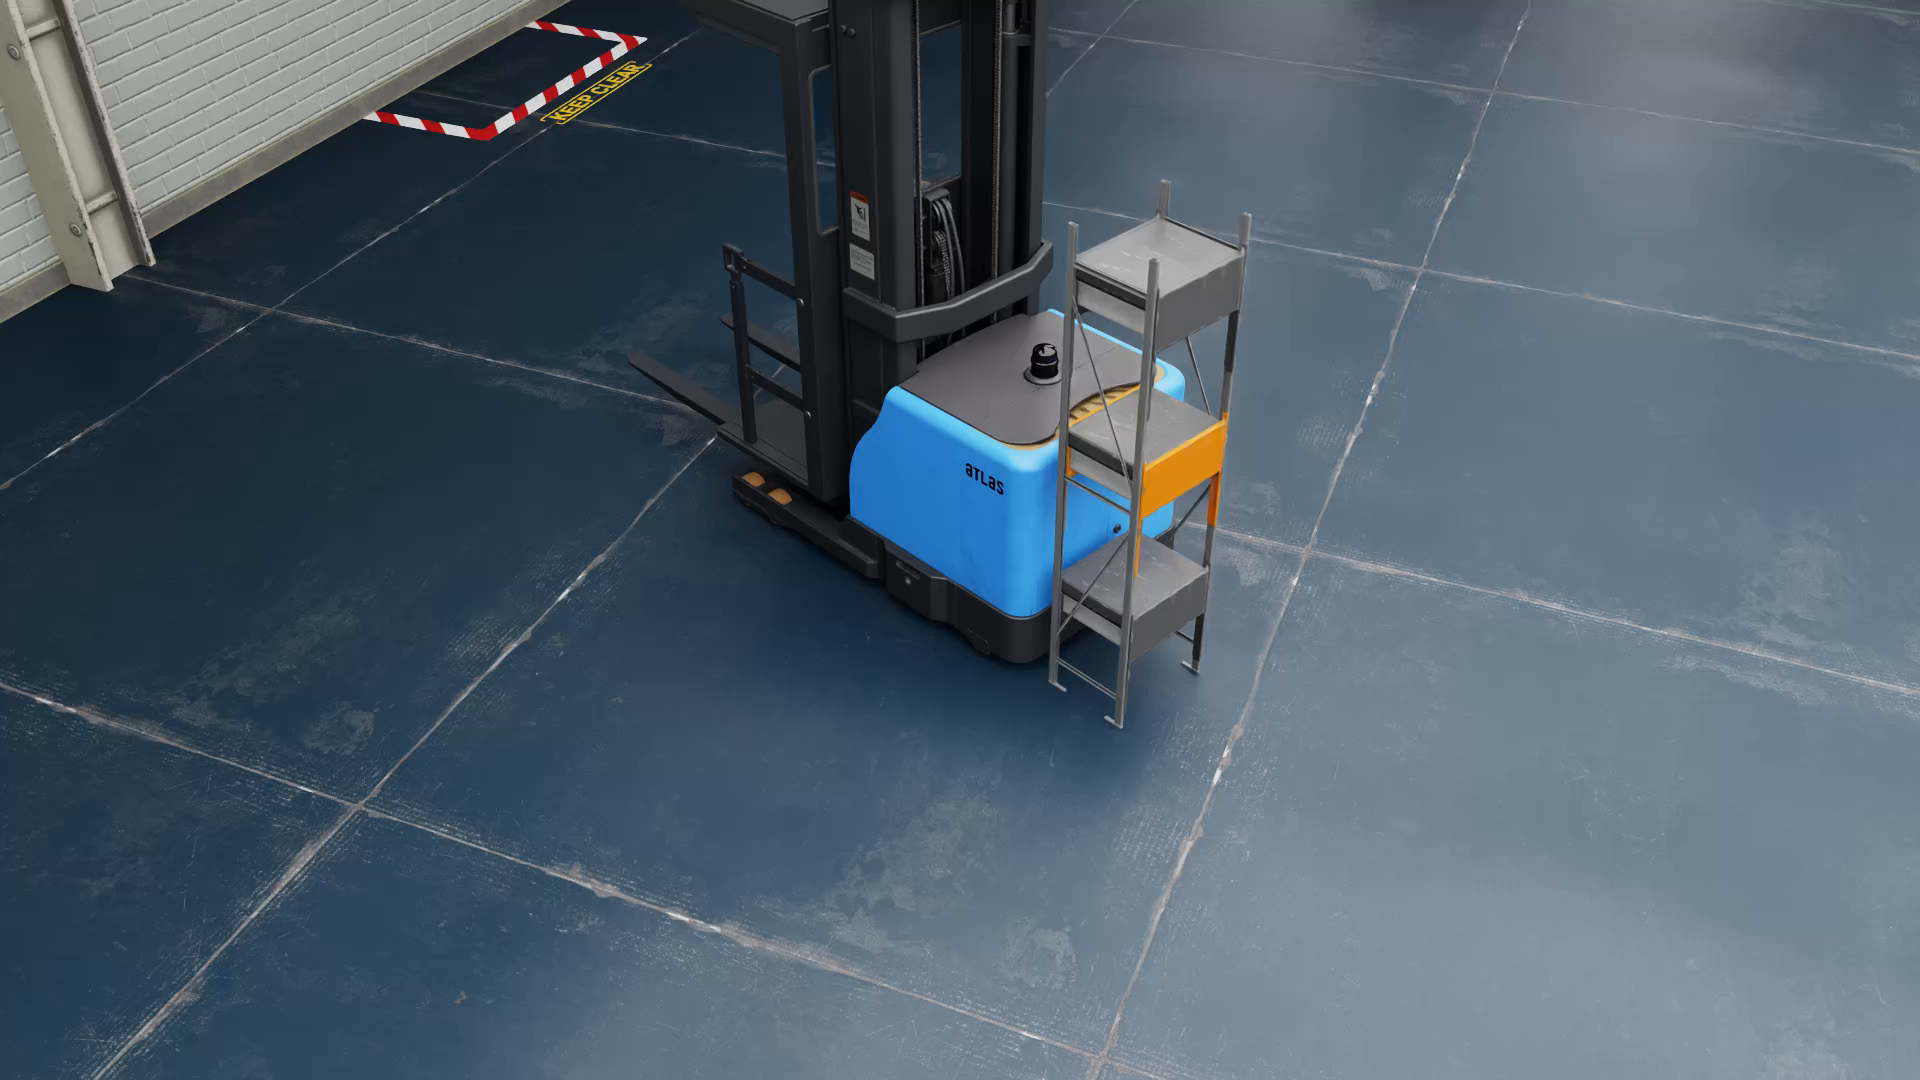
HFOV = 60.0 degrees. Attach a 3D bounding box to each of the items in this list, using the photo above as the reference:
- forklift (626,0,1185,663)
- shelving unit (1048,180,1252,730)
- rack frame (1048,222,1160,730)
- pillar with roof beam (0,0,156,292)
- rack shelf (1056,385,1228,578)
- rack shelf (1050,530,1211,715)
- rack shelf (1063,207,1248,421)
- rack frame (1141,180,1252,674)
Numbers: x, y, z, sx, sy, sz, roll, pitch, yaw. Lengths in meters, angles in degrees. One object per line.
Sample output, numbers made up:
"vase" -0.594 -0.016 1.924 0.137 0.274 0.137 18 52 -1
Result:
"forklift" -0.439 -1.441 7.230 1.130 2.935 3.031 -31 46 -34
"shelving unit" 0.689 -0.264 6.349 0.503 2.100 0.431 -30 46 -34
"rack frame" 0.514 -0.162 6.213 0.015 2.100 0.400 -30 46 -34
"pillar with roof beam" -1.055 -4.214 5.872 9.100 9.000 0.400 14 39 18
"rack shelf" 0.689 -0.253 6.357 0.480 0.518 0.431 -30 46 -34
"rack shelf" 0.689 0.308 6.776 0.480 0.518 0.431 -30 46 -34
"rack shelf" 0.689 -0.814 5.938 0.480 0.518 0.431 -30 46 -34
"rack frame" 0.865 -0.365 6.485 0.015 2.100 0.400 -30 46 -34
